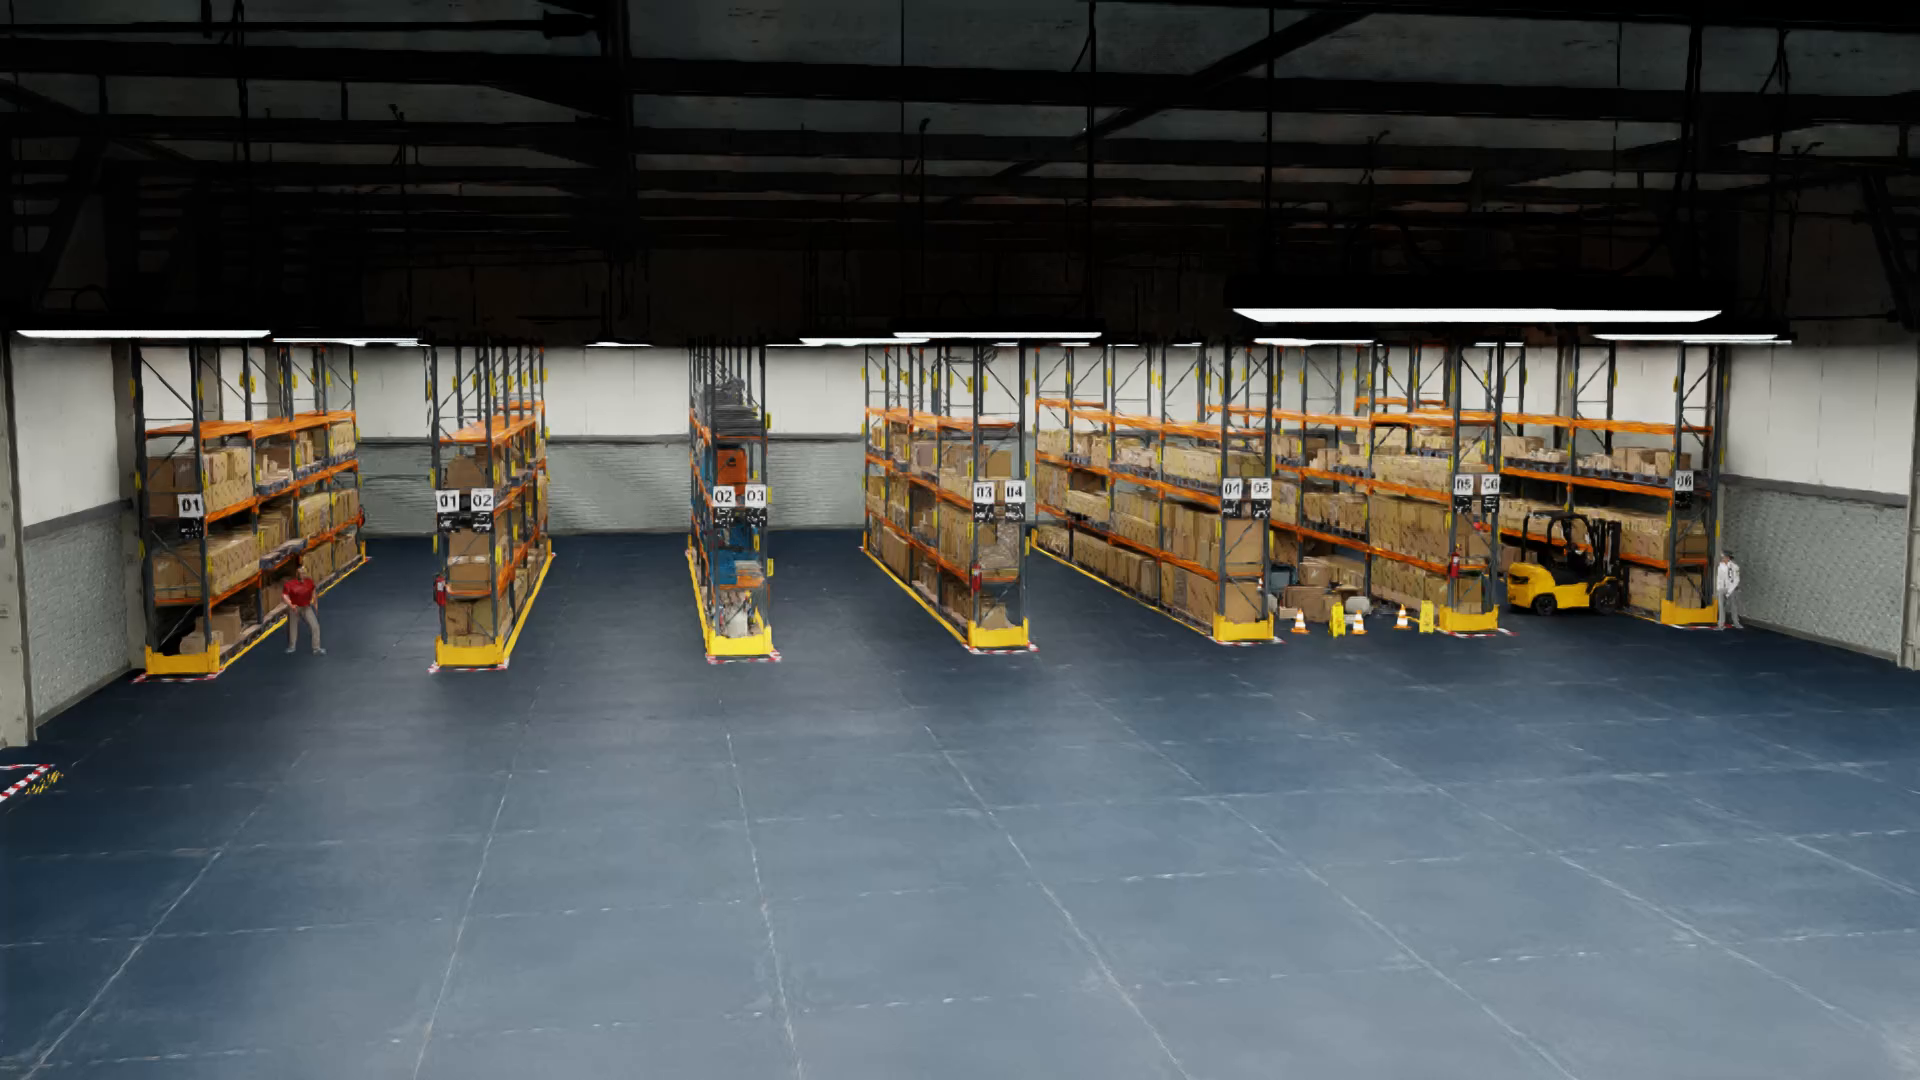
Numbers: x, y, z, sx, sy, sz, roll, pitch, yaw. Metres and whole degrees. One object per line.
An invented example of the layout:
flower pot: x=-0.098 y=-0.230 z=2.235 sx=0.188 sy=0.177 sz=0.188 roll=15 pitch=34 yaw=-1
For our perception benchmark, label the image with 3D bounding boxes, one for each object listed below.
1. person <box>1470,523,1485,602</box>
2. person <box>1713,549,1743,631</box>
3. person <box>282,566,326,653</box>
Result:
person: x=11.673 y=0.489 z=37.835 sx=0.569 sy=1.785 sz=0.655 roll=2 pitch=7 yaw=20
person: x=15.695 y=1.015 z=33.956 sx=0.678 sy=1.658 sz=0.496 roll=-5 pitch=8 yaw=-39
person: x=-12.405 y=1.304 z=31.336 sx=0.700 sy=1.665 sz=0.815 roll=-4 pitch=8 yaw=-30
